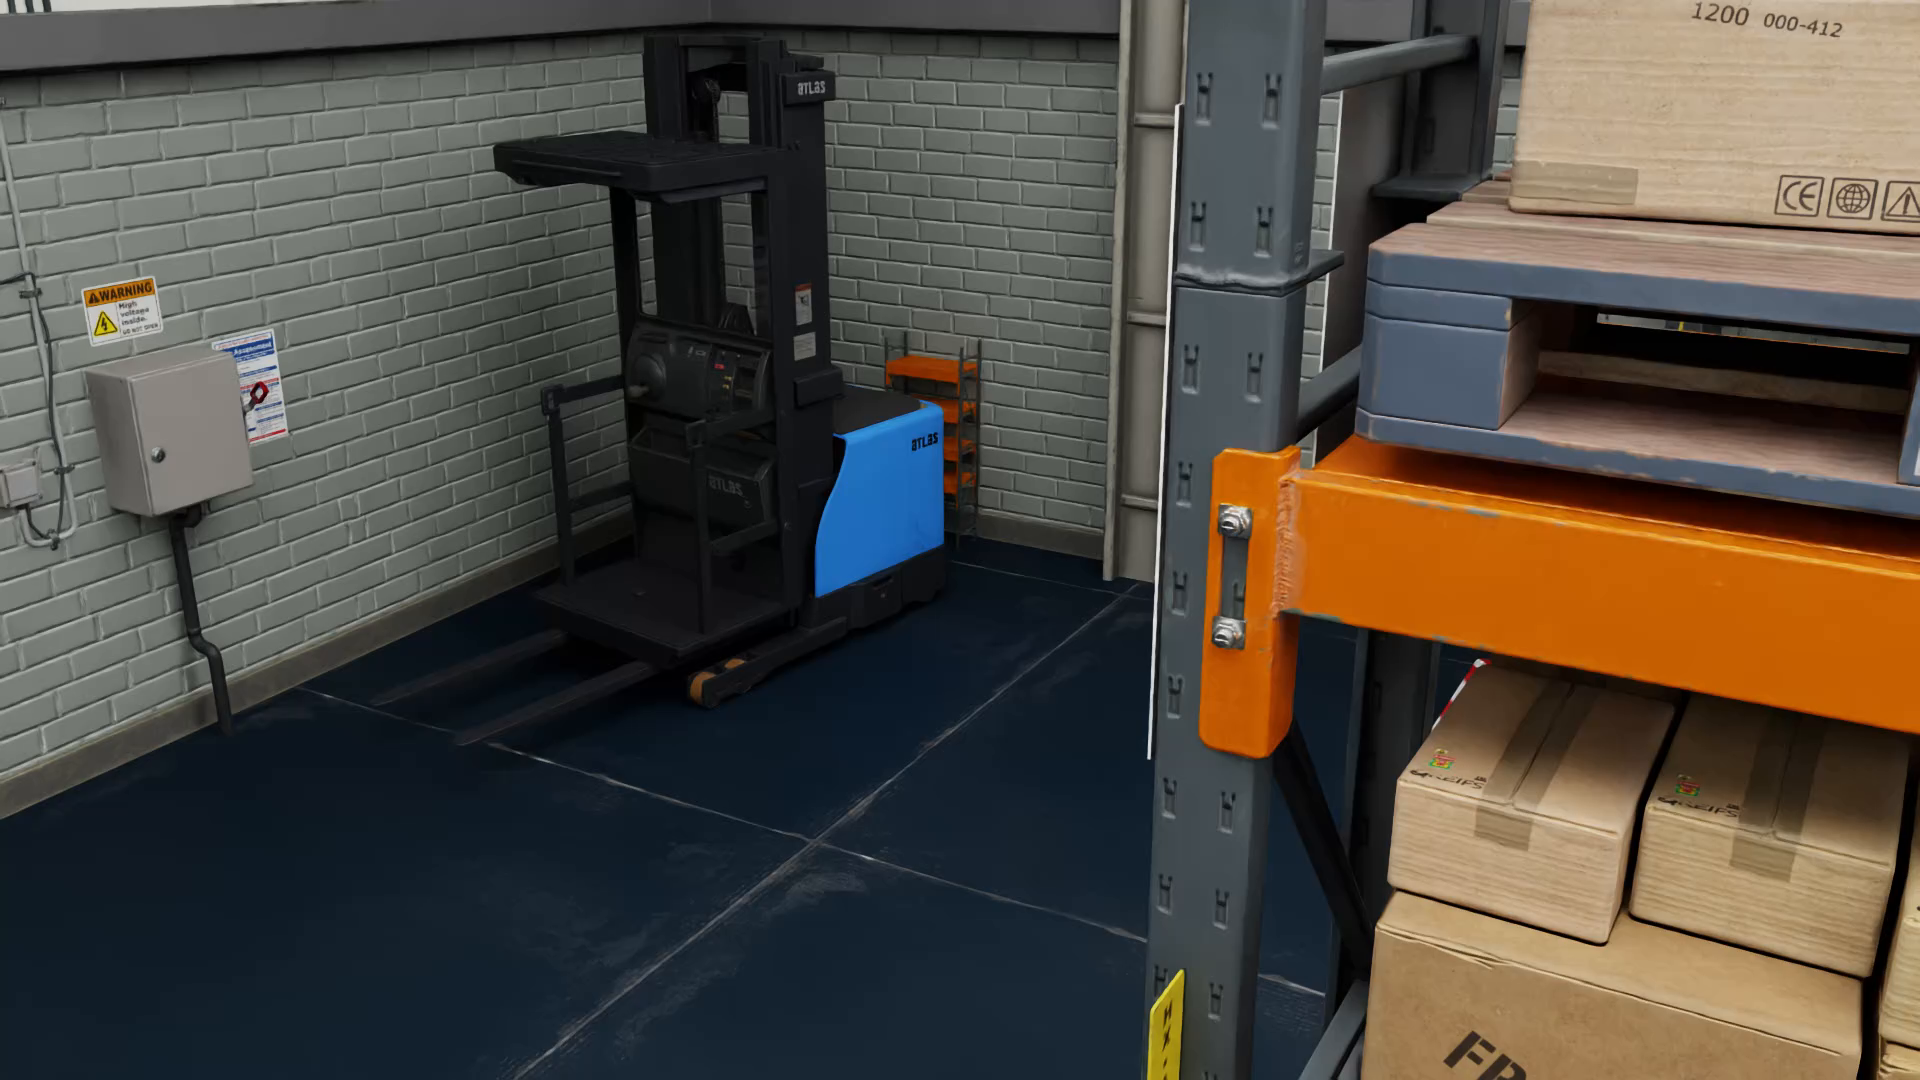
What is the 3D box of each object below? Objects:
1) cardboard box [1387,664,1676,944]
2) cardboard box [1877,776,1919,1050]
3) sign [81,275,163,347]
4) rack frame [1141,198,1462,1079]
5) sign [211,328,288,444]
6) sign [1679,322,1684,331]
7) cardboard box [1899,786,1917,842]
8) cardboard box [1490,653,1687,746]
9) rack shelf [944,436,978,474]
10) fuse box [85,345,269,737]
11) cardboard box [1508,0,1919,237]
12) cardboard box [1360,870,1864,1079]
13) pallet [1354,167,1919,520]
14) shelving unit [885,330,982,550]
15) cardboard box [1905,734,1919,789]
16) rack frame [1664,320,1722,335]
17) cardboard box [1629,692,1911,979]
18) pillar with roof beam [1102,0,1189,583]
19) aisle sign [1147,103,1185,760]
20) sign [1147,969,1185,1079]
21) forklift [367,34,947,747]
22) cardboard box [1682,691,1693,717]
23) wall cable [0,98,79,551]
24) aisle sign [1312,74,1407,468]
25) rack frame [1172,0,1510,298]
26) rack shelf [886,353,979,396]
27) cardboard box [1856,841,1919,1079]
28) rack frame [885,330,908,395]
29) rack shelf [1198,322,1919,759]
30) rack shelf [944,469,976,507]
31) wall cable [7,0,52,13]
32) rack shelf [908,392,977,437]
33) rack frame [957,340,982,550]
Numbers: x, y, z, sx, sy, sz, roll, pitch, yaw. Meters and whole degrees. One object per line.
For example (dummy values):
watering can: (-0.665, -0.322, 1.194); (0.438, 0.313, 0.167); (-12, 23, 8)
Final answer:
cardboard box: (0.709, 0.310, 2.047); (0.250, 0.149, 0.380); (11, 23, 28)
cardboard box: (1.144, 0.410, 1.772); (0.250, 0.149, 0.380); (12, 23, 29)
sign: (-3.456, -0.947, 6.867); (0.001, 0.242, 0.339); (11, 23, 27)
rack frame: (0.534, 0.991, 2.735); (0.127, 3.000, 1.000); (11, 23, 27)
sign: (-3.188, -0.678, 7.475); (0.001, 0.494, 0.329); (11, 23, 27)
sign: (2.687, -0.733, 6.217); (0.005, 0.325, 0.100); (11, 23, 27)
cardboard box: (1.542, 0.561, 2.306); (0.500, 0.500, 0.500); (11, 23, 27)
cardboard box: (0.945, 0.169, 2.437); (0.250, 0.149, 0.380); (11, 23, 28)
rack shelf: (-0.162, -0.520, 9.726); (0.480, 0.148, 0.258); (11, 21, 27)
fuse box: (-3.248, 0.065, 7.178); (0.414, 1.711, 0.539); (11, 23, 27)
cardboard box: (0.971, -0.545, 2.028); (0.500, 0.250, 0.500); (9, 22, 22)
cardboard box: (0.814, 0.638, 2.094); (0.500, 0.500, 0.500); (10, 22, 26)
pallet: (1.187, -0.257, 1.907); (1.213, 0.211, 1.003); (11, 23, 27)
shelving unit: (-0.161, -0.584, 9.704); (0.503, 1.200, 0.258); (11, 21, 27)
cardboard box: (1.445, 0.222, 2.291); (0.250, 0.149, 0.380); (11, 22, 27)
rack frame: (2.952, -0.488, 6.810); (0.127, 3.000, 1.000); (11, 23, 27)
cardboard box: (0.973, 0.333, 1.985); (0.250, 0.149, 0.380); (11, 23, 29)
pillar with roof beam: (-1.062, -2.743, 4.230); (0.400, 9.000, 9.100); (11, 23, 27)
aisle sign: (0.330, -0.157, 2.087); (0.004, 0.787, 0.394); (11, 23, 27)
sign: (0.258, 0.711, 2.121); (0.005, 0.325, 0.100); (11, 23, 27)
forklift: (-1.383, -0.790, 7.745); (1.130, 2.935, 3.031); (15, 25, 36)
cardboard box: (1.179, 0.204, 2.340); (0.250, 0.149, 0.380); (11, 23, 28)
wall cable: (-3.718, -0.842, 6.297); (0.122, 1.984, 0.588); (11, 23, 27)
aisle sign: (0.623, -0.336, 2.579); (0.004, 0.787, 0.394); (11, 23, 27)
rack frame: (0.534, -1.829, 1.712); (0.127, 3.000, 1.000); (11, 23, 27)
rack shelf: (-0.157, -0.956, 9.578); (0.480, 0.148, 0.258); (11, 21, 27)
cardboard box: (1.269, 0.722, 1.863); (0.500, 0.500, 0.500); (10, 22, 26)
rack frame: (-0.376, -0.624, 9.814); (0.015, 1.200, 0.240); (11, 21, 27)
rack shelf: (2.280, 0.251, 1.429); (4.000, 0.370, 1.077); (11, 23, 27)
rack shelf: (-0.165, -0.332, 9.790); (0.480, 0.148, 0.258); (11, 21, 27)
wall cable: (-2.808, -3.756, 6.967); (0.133, 3.039, 2.988); (11, 23, 27)
rack shelf: (-0.160, -0.732, 9.654); (0.480, 0.148, 0.258); (11, 21, 27)
rack frame: (0.053, -0.544, 9.594); (0.015, 1.200, 0.240); (11, 21, 27)
